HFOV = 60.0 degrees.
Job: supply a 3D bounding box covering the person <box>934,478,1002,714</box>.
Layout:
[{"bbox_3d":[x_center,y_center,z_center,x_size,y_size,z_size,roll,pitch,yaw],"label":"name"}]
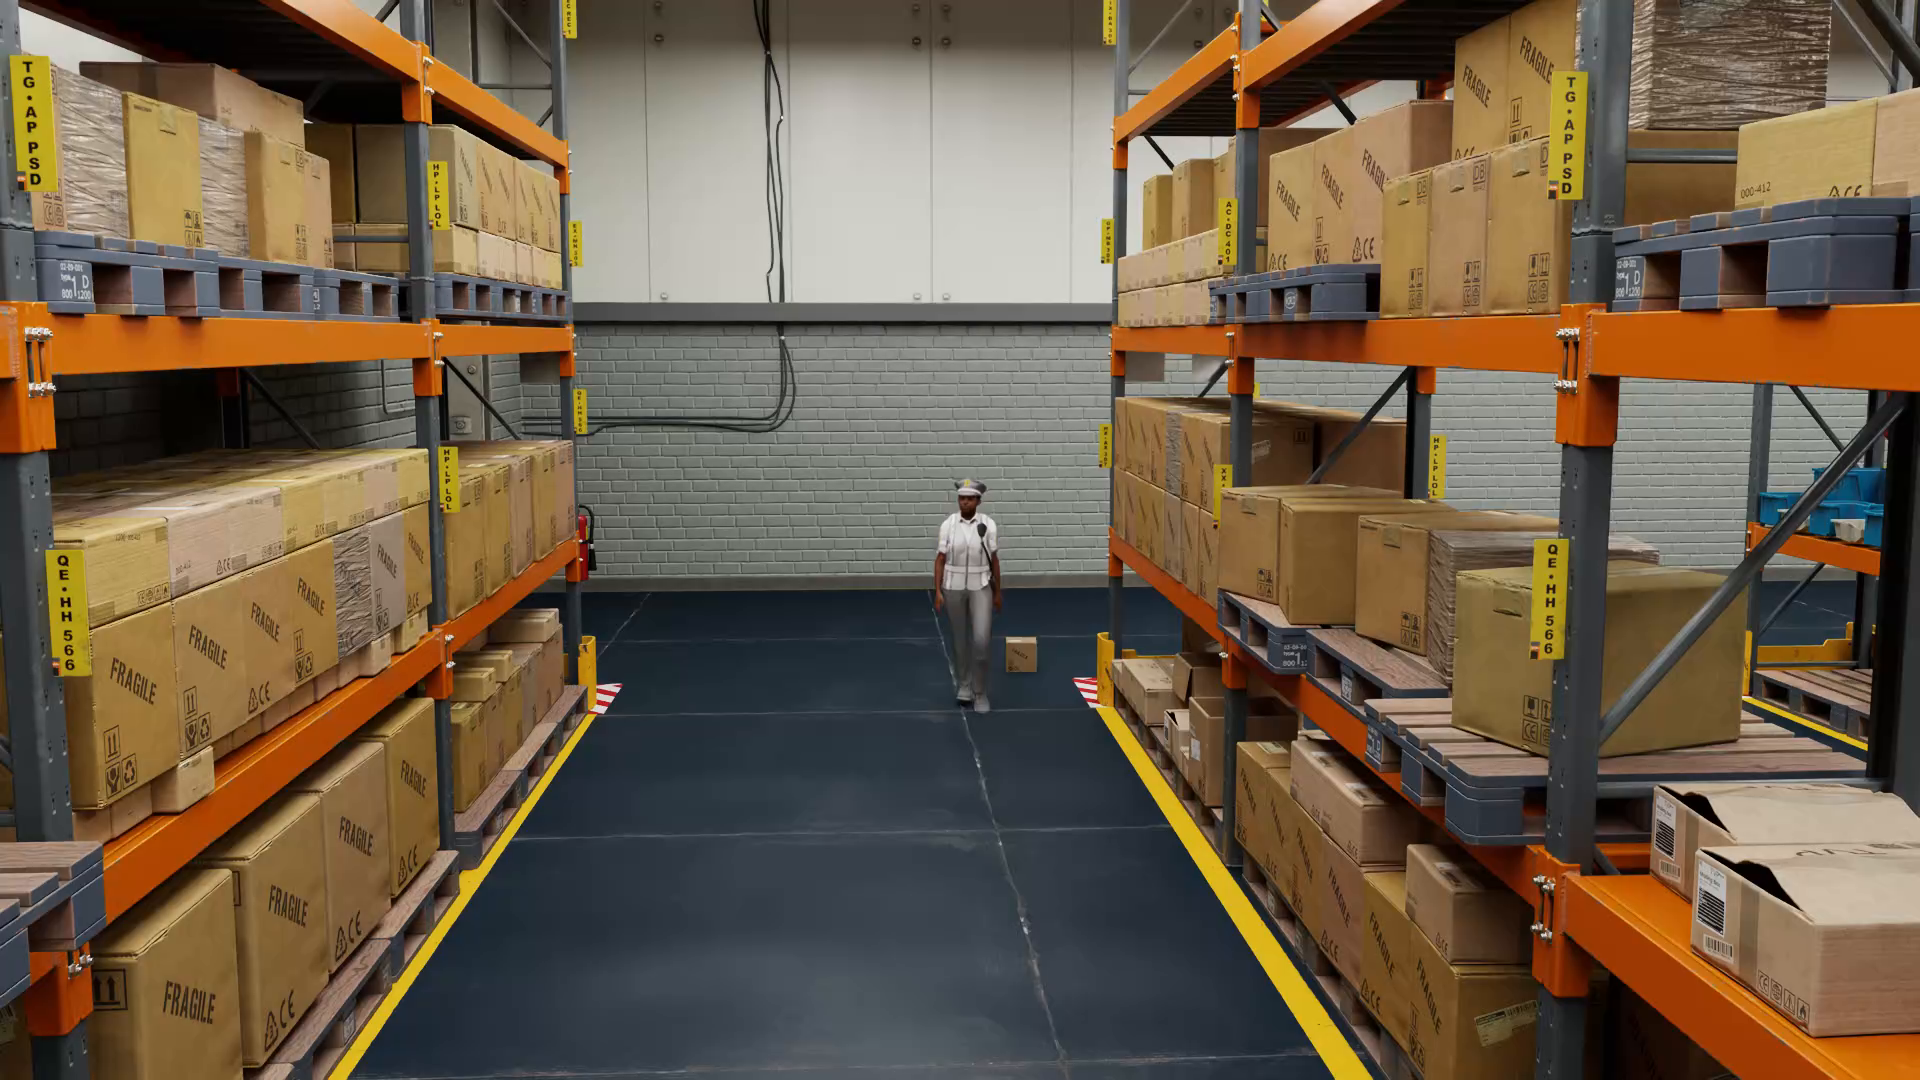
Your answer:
[{"bbox_3d":[0.060,0.416,12.339,0.491,1.753,0.524,1,7,6],"label":"person"}]
